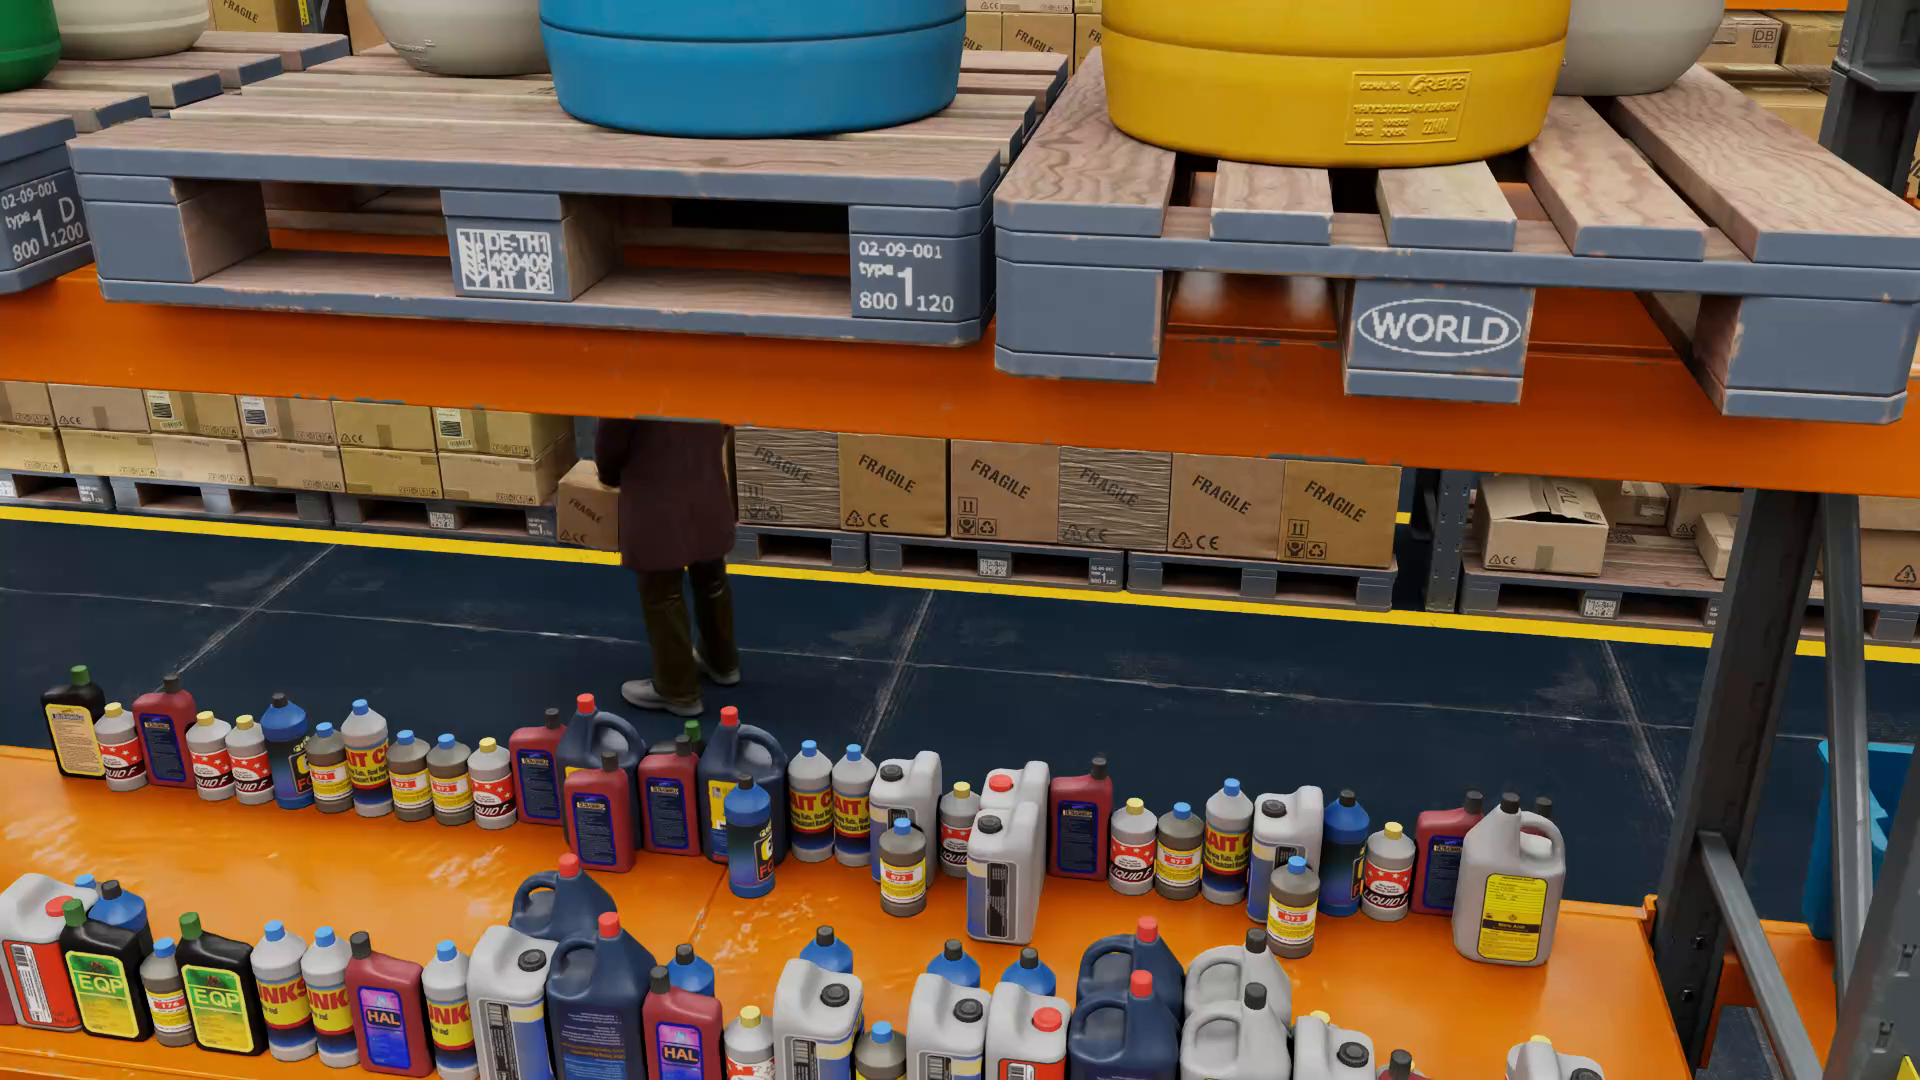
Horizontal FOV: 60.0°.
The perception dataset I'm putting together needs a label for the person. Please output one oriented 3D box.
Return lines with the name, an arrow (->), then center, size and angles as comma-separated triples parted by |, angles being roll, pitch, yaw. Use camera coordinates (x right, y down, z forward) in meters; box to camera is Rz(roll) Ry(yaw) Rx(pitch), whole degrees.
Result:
person -> -1.161, -0.174, 6.483 | 0.576, 1.780, 0.564 | -16, 29, -31
